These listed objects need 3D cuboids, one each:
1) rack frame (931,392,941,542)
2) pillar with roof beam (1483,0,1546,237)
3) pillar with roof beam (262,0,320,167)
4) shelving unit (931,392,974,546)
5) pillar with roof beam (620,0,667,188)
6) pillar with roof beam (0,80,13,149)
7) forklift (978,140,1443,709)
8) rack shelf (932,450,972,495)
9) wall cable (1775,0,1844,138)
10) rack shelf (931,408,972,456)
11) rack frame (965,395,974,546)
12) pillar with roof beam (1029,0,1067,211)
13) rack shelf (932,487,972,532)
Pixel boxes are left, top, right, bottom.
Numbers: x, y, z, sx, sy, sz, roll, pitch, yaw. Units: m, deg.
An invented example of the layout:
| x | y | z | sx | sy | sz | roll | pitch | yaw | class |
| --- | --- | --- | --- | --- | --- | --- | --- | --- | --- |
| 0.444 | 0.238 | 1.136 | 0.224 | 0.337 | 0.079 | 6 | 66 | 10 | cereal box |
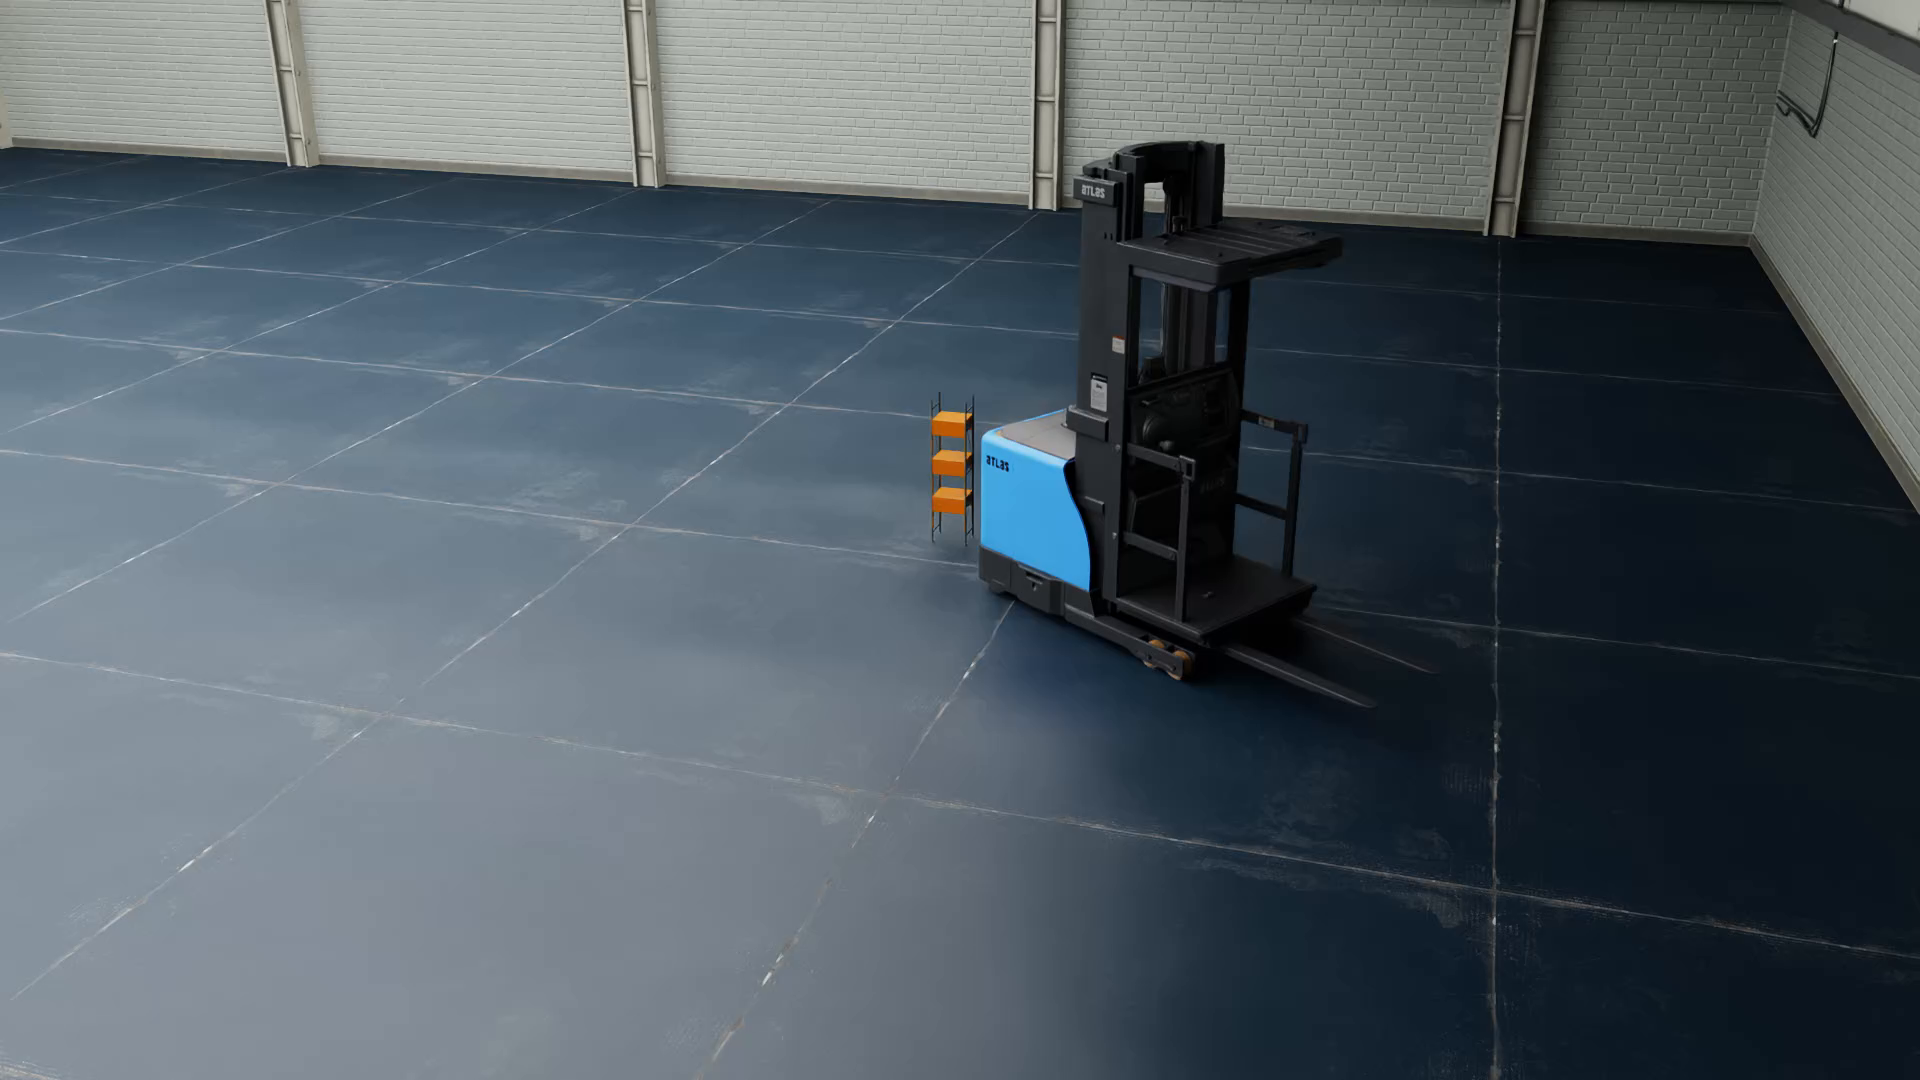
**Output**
| x | y | z | sx | sy | sz | roll | pitch | yaw | class |
| --- | --- | --- | --- | --- | --- | --- | --- | --- | --- |
| -0.168 | -0.505 | 11.618 | 0.008 | 1.050 | 0.200 | 7 | 23 | 15 | rack frame |
| 5.677 | -6.524 | 15.818 | 0.400 | 9.000 | 9.100 | 7 | 23 | 16 | pillar with roof beam |
| -11.555 | -8.497 | 20.628 | 0.400 | 9.000 | 9.100 | 7 | 23 | 16 | pillar with roof beam |
| -0.051 | -0.492 | 11.585 | 0.252 | 1.050 | 0.215 | 7 | 23 | 15 | shelving unit |
| -5.811 | -7.840 | 19.025 | 0.400 | 9.000 | 9.100 | 7 | 23 | 16 | pillar with roof beam |
| -17.299 | -9.155 | 22.232 | 0.400 | 9.000 | 9.100 | 7 | 23 | 16 | pillar with roof beam |
| 1.474 | -0.755 | 9.748 | 1.130 | 2.935 | 3.031 | -19 | 29 | -38 | forklift |
| -0.051 | -0.482 | 11.589 | 0.240 | 0.259 | 0.215 | 7 | 23 | 15 | rack shelf |
| 9.359 | -5.848 | 18.261 | 0.112 | 2.526 | 3.097 | 7 | 23 | 16 | wall cable |
| -0.051 | -0.744 | 11.481 | 0.240 | 0.259 | 0.215 | 7 | 23 | 15 | rack shelf |
| 0.066 | -0.478 | 11.552 | 0.008 | 1.050 | 0.200 | 7 | 23 | 15 | rack frame |
| -0.067 | -7.182 | 17.421 | 0.400 | 9.000 | 9.100 | 7 | 23 | 16 | pillar with roof beam |
| -0.051 | -0.225 | 11.695 | 0.240 | 0.259 | 0.215 | 7 | 23 | 15 | rack shelf |
